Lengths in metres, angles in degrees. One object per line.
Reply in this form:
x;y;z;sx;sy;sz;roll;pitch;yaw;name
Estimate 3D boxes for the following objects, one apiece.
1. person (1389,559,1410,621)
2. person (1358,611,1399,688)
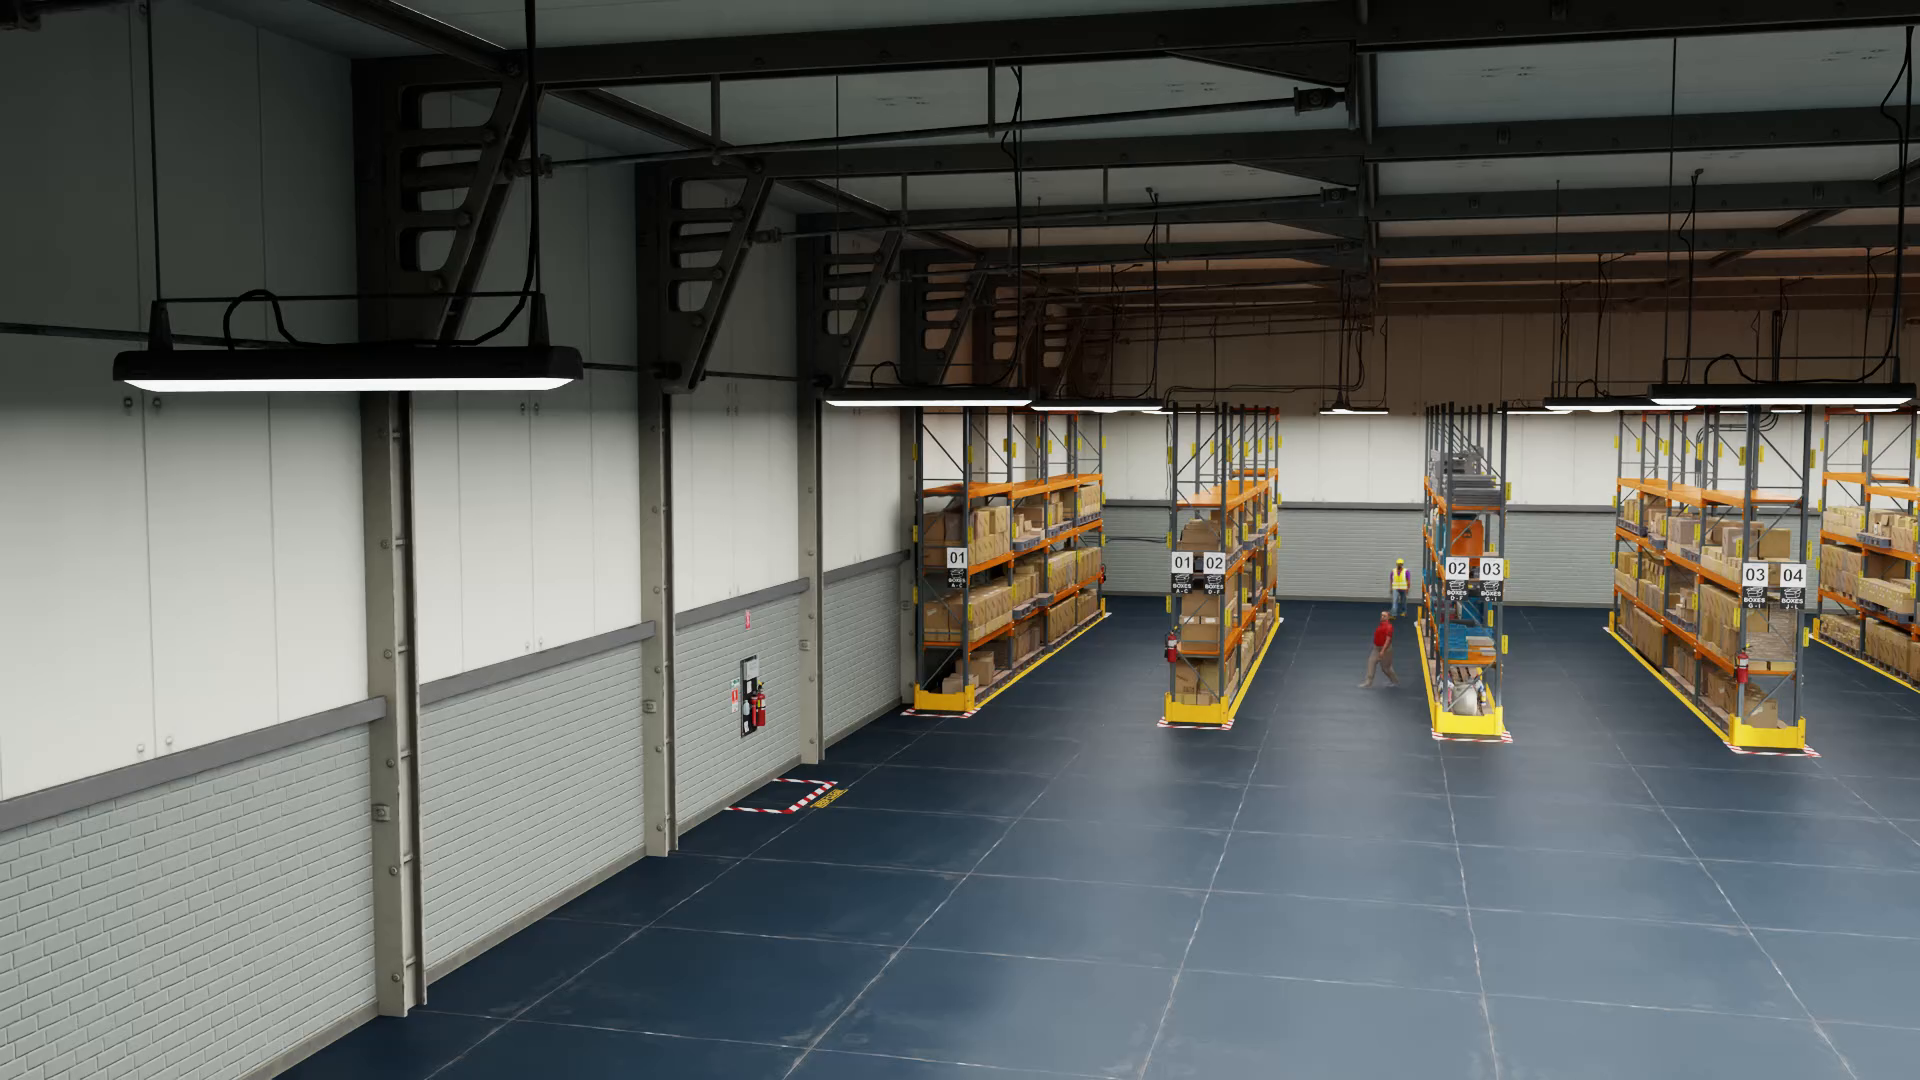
12.414;1.395;46.982;0.577;1.732;1.050;1;4;19;person
8.860;2.306;34.854;0.968;1.658;0.570;-2;5;-27;person
